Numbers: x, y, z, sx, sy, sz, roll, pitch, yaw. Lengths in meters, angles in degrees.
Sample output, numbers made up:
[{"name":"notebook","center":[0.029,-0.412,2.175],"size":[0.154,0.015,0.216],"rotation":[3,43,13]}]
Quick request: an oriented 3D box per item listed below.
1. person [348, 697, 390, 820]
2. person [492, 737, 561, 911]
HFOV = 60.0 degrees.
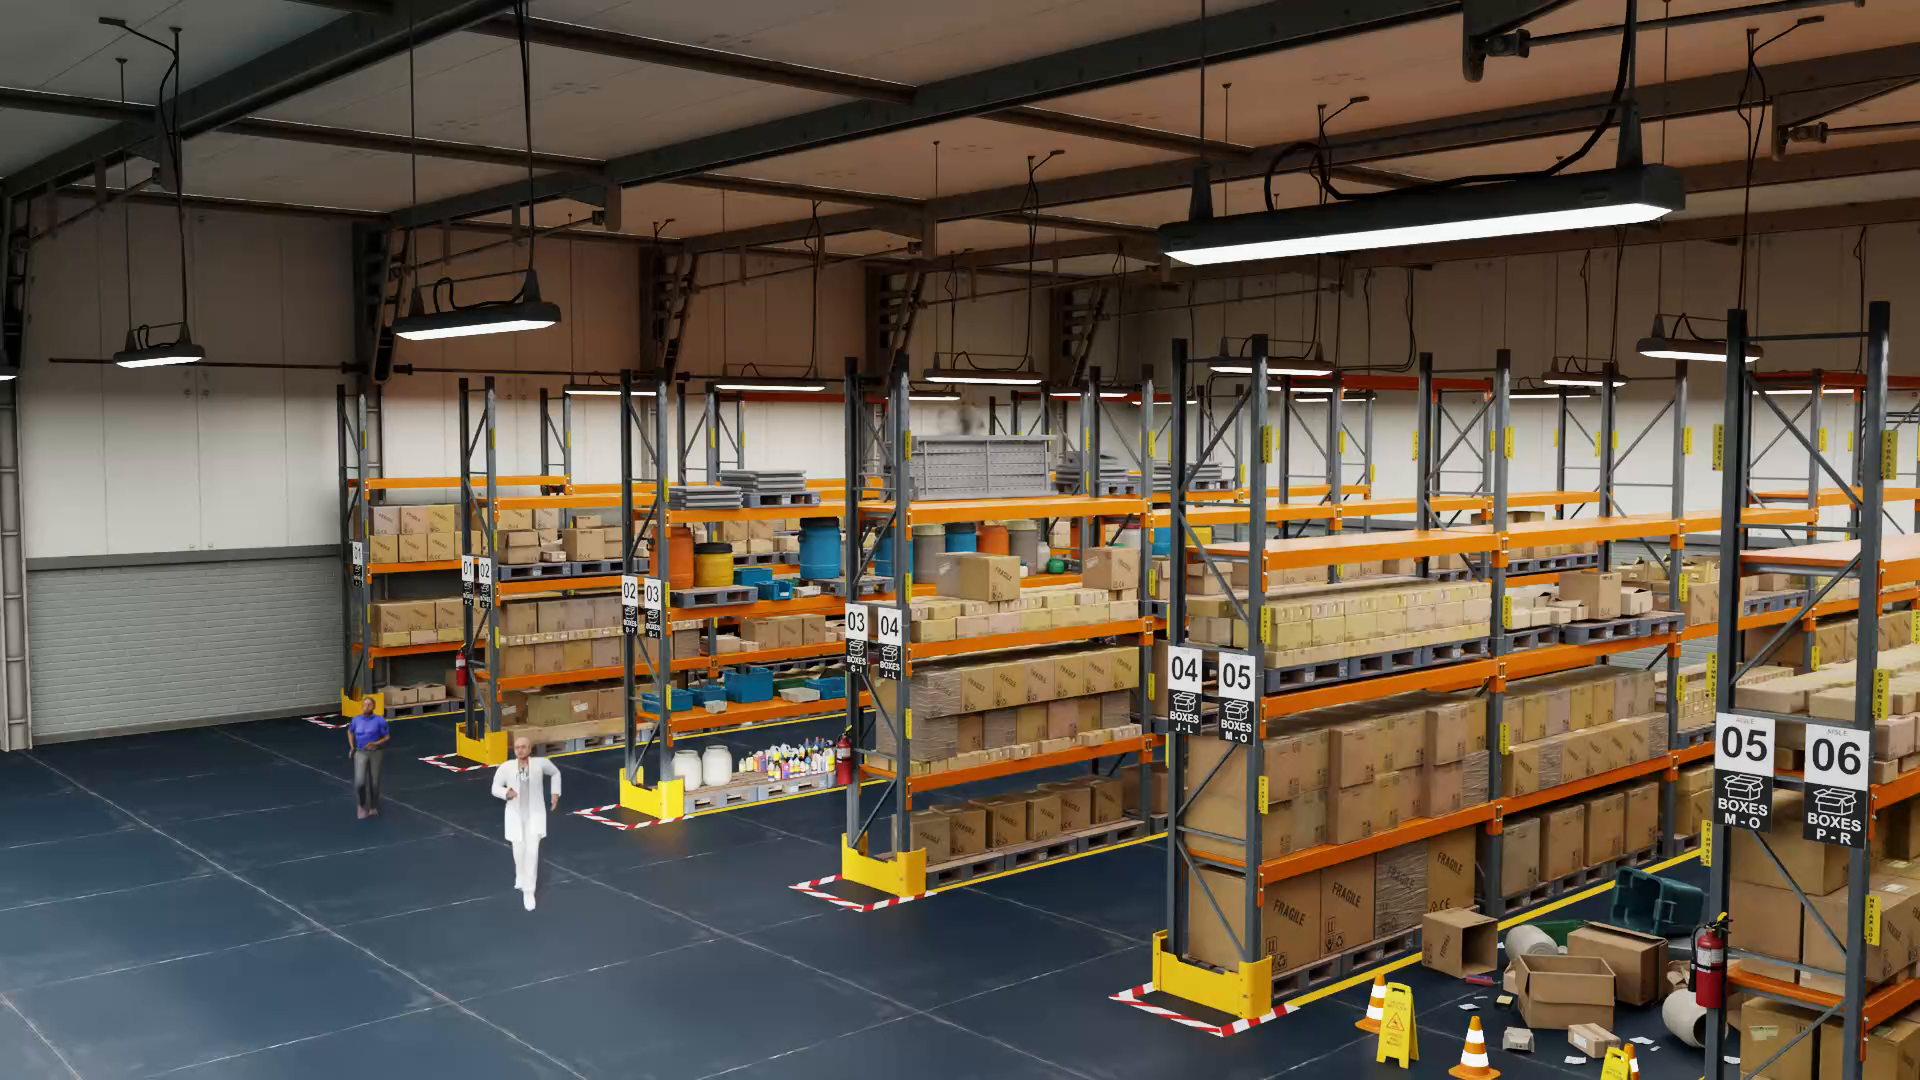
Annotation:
[{"name":"person","center":[-7.838,2.894,22.038],"size":[0.552,1.636,0.644],"rotation":[-1,4,-14]},{"name":"person","center":[-4.791,3.068,18.343],"size":[0.721,1.790,1.049],"rotation":[0,4,-7]}]
